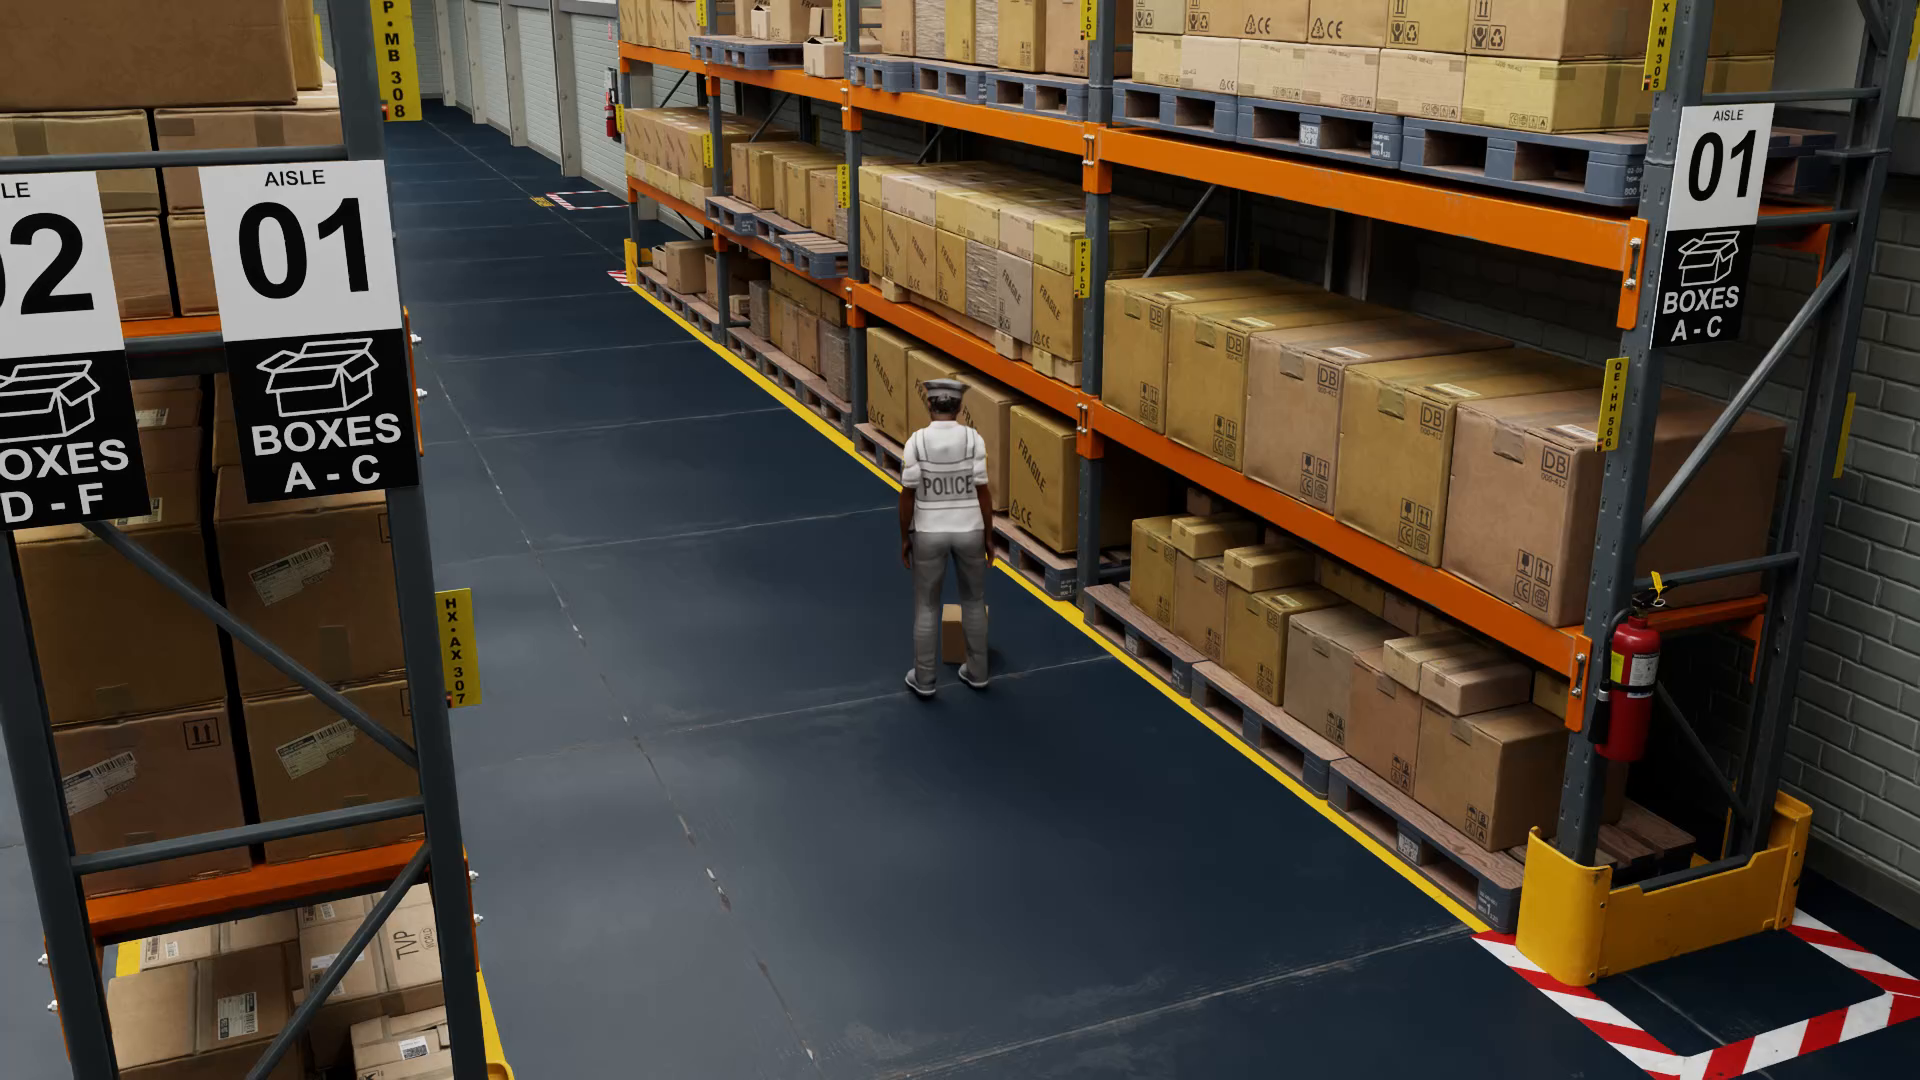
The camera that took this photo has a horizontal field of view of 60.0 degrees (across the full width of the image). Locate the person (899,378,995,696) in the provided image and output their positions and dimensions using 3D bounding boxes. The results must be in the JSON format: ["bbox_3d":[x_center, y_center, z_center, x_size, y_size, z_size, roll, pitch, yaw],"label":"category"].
[{"bbox_3d":[-0.075,-0.015,8.563,0.483,1.656,0.402,-2,19,-6],"label":"person"}]
